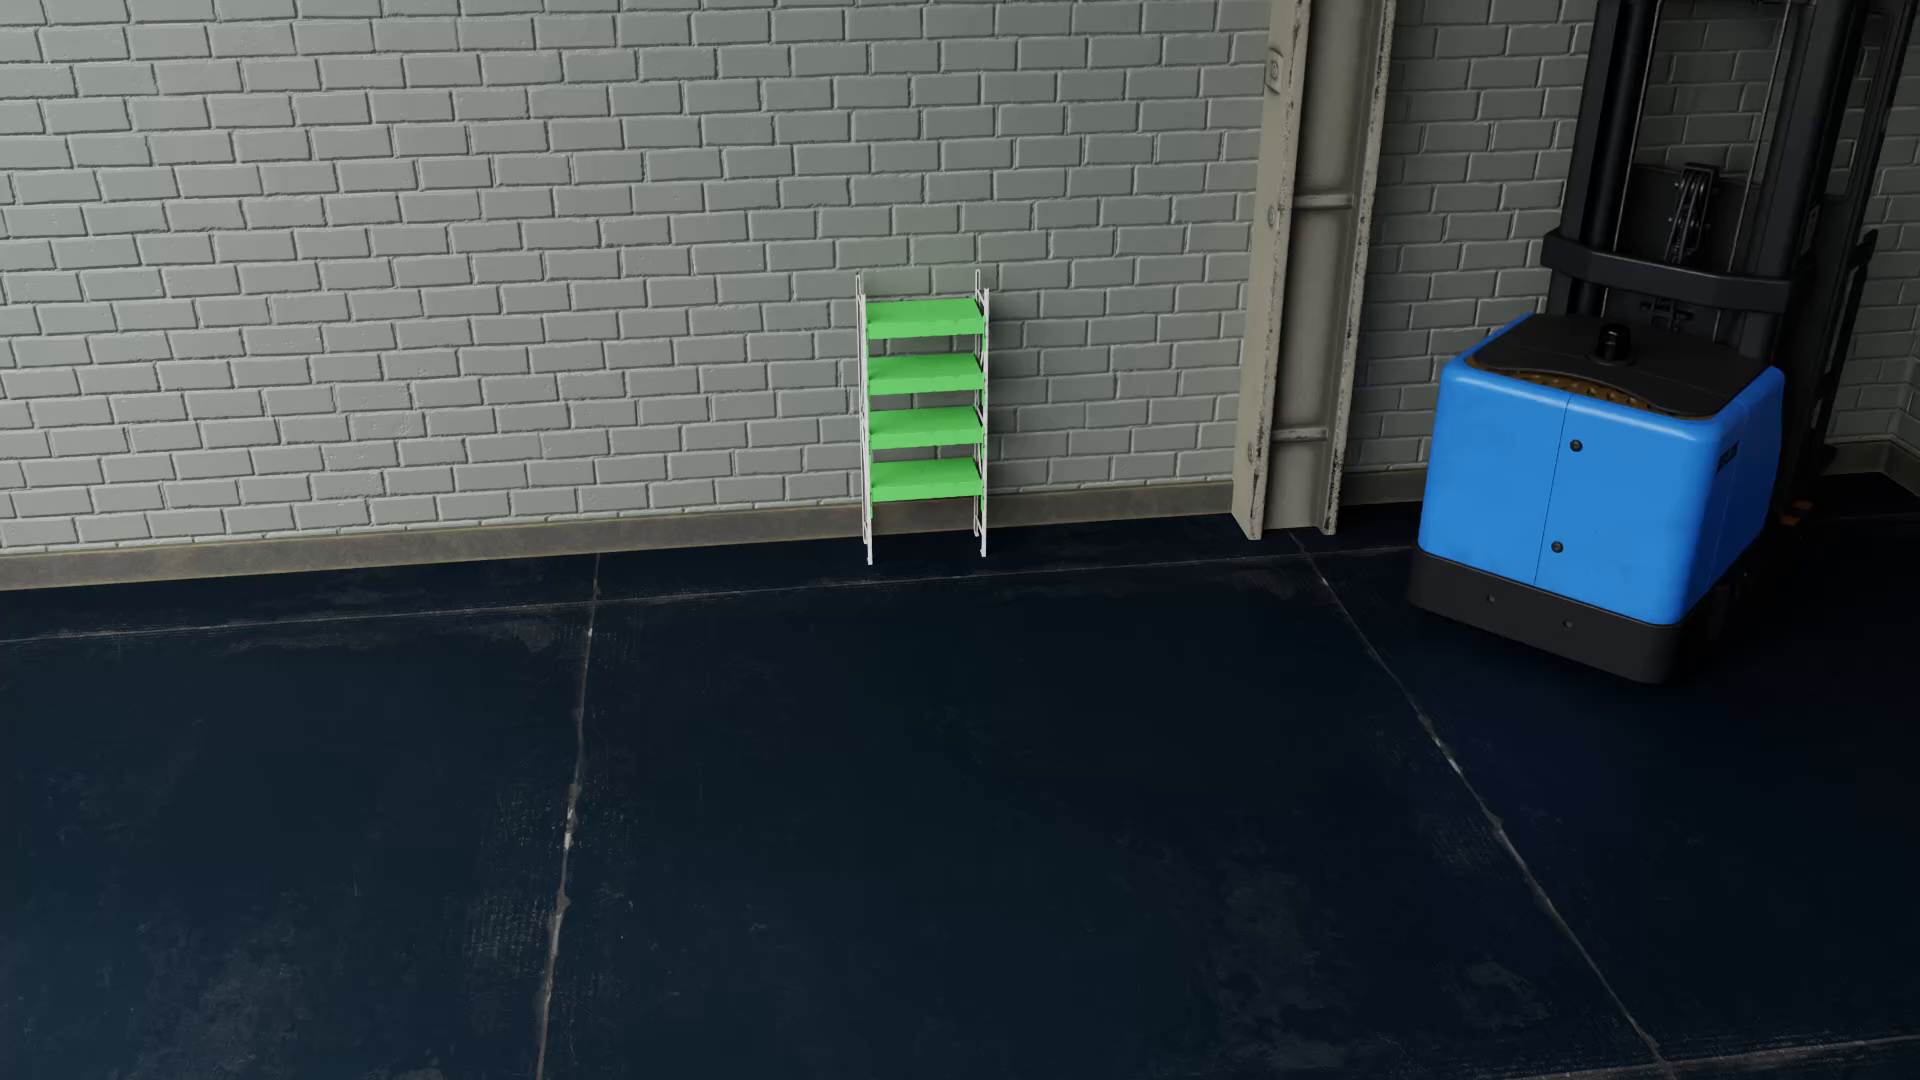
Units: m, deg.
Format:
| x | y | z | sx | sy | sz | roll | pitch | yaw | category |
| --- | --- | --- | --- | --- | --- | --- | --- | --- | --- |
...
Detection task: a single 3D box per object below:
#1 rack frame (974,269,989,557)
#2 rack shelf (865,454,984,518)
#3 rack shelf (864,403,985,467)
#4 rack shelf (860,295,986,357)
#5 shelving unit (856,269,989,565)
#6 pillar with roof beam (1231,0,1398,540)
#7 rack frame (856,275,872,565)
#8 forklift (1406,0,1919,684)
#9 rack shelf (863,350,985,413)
| x | y | z | sx | sy | sz | roll | pitch | yaw | category |
| --- | --- | --- | --- | --- | --- | --- | --- | --- | --- |
| 0.087 | -0.513 | 6.931 | 0.015 | 1.200 | 0.240 | -4 | 28 | -8 | rack frame |
| -0.155 | -0.229 | 7.042 | 0.480 | 0.148 | 0.258 | -4 | 28 | -8 | rack shelf |
| -0.154 | -0.441 | 6.929 | 0.480 | 0.148 | 0.258 | -4 | 28 | -8 | rack shelf |
| -0.153 | -0.863 | 6.702 | 0.480 | 0.148 | 0.258 | -4 | 28 | -8 | rack shelf |
| -0.154 | -0.497 | 6.898 | 0.503 | 1.200 | 0.258 | -4 | 28 | -8 | shelving unit |
| 2.036 | -2.140 | 1.564 | 0.400 | 9.000 | 9.100 | -4 | 27 | -7 | pillar with roof beam |
| -0.395 | -0.480 | 6.866 | 0.015 | 1.200 | 0.240 | -4 | 28 | -8 | rack frame |
| 3.112 | -1.379 | 6.727 | 1.130 | 2.935 | 3.031 | 21 | 34 | 35 | forklift |
| -0.154 | -0.652 | 6.815 | 0.480 | 0.148 | 0.258 | -4 | 28 | -8 | rack shelf |
